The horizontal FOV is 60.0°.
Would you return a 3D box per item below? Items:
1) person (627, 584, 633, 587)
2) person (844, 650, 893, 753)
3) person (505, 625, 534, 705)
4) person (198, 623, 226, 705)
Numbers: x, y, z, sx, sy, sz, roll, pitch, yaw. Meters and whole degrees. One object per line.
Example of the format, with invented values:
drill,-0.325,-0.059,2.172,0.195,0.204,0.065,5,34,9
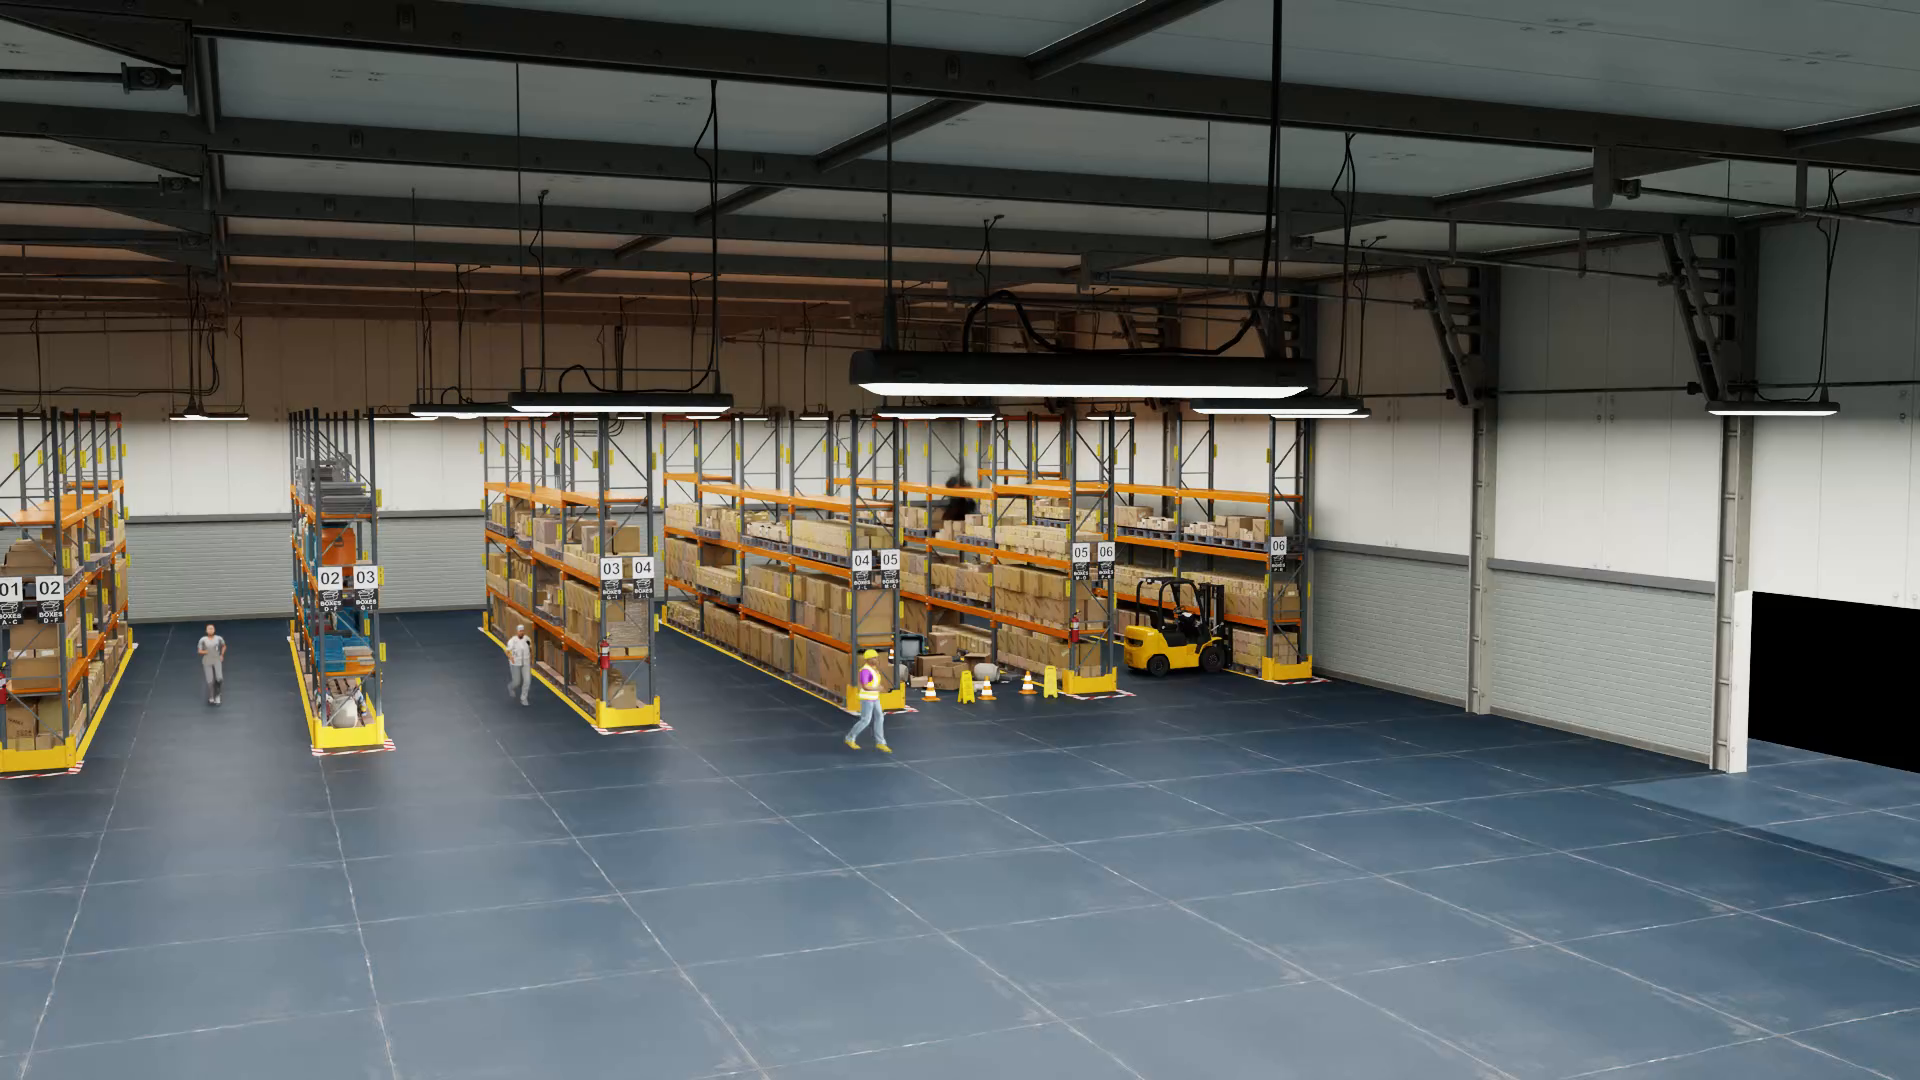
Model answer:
person,-9.494,1.567,47.172,0.707,1.746,0.715,1,4,10
person,-1.595,2.807,28.980,0.836,1.813,0.720,1,4,14
person,-8.999,2.535,34.002,0.597,1.634,0.732,-2,5,-31
person,-15.179,2.528,33.781,0.547,1.667,0.628,-2,5,-29
